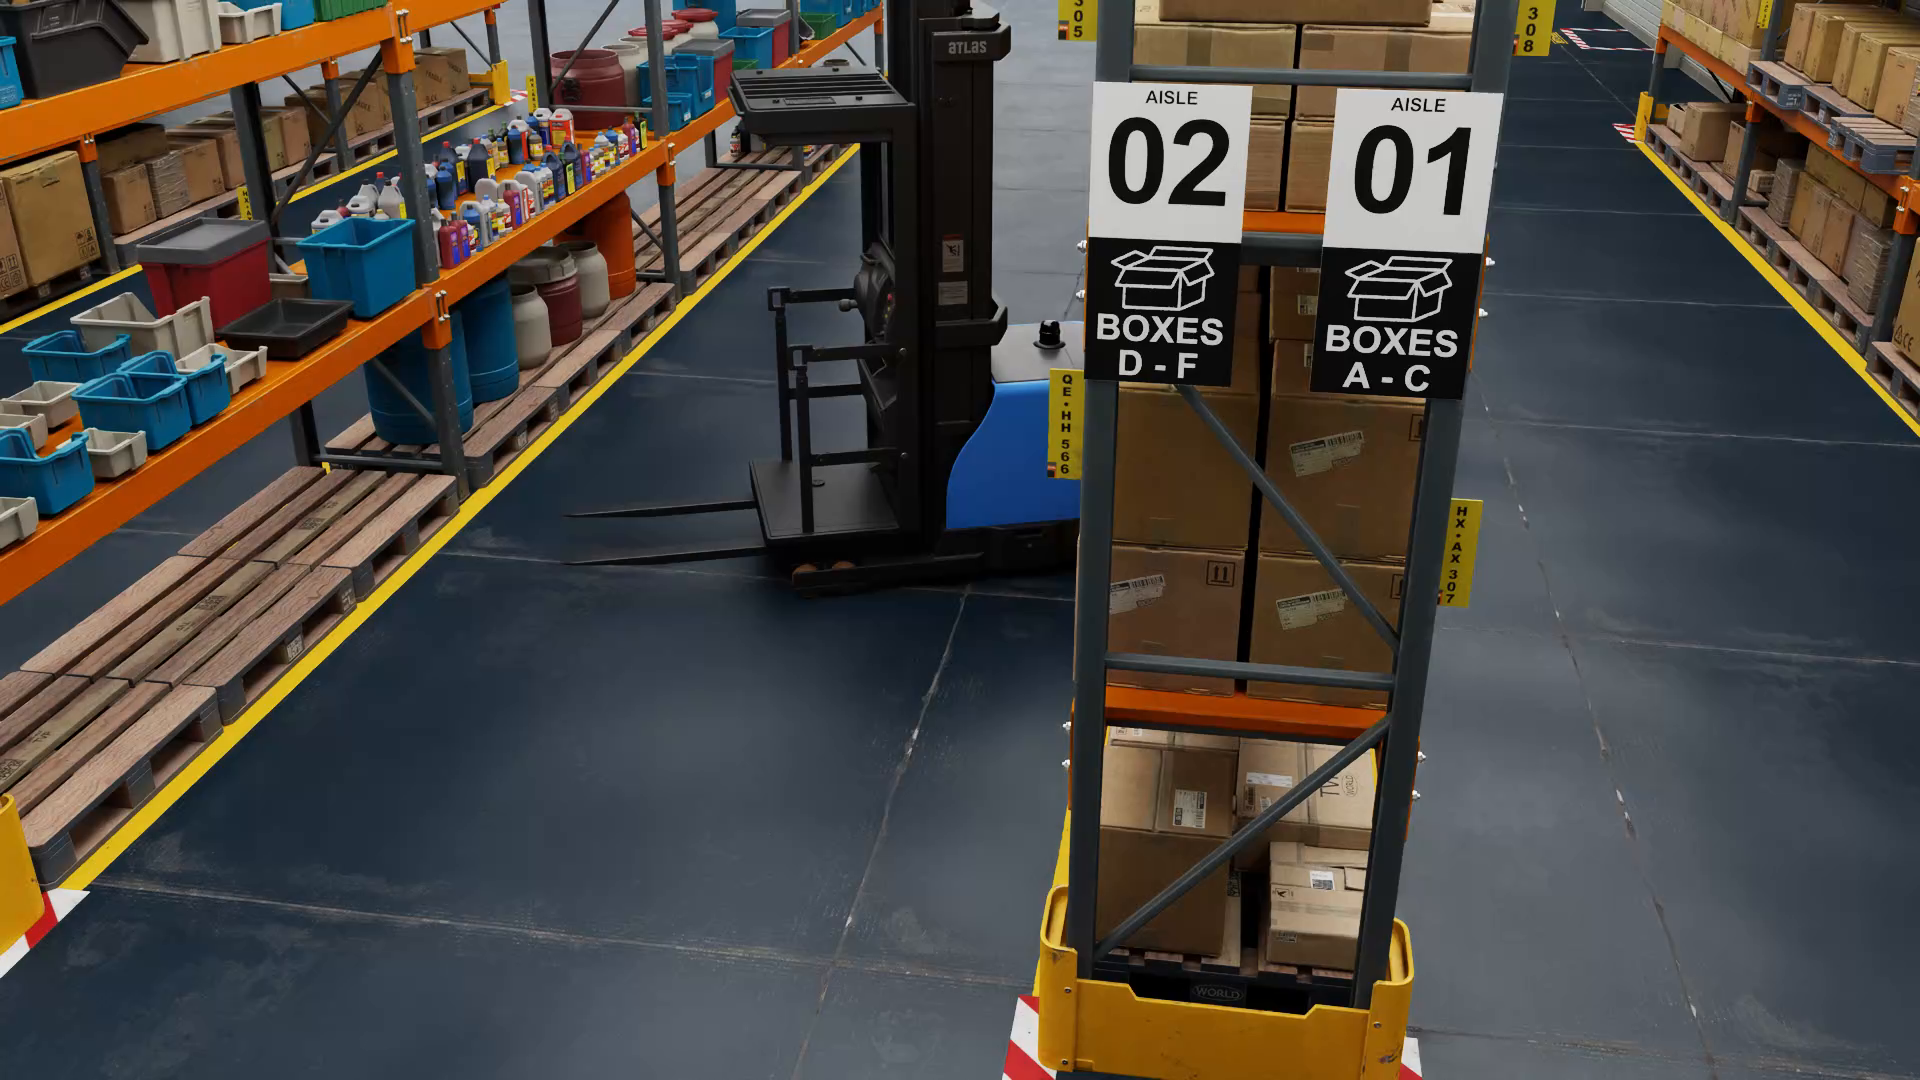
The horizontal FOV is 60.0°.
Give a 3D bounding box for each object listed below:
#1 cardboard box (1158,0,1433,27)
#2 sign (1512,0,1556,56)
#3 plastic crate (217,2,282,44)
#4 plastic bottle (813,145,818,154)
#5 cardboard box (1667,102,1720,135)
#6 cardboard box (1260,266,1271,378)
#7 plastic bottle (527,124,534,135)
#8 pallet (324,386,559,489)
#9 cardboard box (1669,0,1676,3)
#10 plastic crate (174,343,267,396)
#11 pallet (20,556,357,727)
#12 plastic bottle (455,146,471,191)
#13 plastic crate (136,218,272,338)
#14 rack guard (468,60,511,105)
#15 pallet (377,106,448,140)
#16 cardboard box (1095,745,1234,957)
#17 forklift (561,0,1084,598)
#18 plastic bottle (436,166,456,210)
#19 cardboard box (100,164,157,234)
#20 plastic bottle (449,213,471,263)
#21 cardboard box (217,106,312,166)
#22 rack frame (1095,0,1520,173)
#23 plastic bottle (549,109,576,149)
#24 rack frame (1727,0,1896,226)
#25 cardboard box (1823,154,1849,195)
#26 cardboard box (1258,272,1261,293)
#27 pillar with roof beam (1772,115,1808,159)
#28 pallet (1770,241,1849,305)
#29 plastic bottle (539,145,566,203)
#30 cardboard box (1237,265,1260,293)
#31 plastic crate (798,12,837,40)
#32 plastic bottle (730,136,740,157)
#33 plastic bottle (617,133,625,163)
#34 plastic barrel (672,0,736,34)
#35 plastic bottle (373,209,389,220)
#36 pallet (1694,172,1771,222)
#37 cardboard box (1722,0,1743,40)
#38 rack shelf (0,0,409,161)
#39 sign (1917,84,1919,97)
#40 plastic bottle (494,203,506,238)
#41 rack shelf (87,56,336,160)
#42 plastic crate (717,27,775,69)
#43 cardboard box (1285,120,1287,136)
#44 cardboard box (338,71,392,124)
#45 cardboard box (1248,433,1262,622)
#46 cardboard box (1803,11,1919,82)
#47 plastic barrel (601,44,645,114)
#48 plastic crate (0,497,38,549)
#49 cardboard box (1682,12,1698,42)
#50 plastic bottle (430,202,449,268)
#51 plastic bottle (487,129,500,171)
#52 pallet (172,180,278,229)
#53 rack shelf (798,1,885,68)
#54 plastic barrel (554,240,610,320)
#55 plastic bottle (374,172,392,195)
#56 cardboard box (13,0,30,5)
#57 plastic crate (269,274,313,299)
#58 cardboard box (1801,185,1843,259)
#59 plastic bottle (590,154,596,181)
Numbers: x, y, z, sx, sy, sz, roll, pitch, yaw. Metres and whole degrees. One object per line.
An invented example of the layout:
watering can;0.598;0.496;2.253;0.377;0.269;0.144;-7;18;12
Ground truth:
cardboard box;0.910;-1.681;4.467;0.700;0.500;0.500;4;25;9
sign;1.378;-1.325;3.974;0.100;0.325;0.005;4;25;9
plastic crate;-3.222;-2.307;7.413;0.293;0.136;0.466;4;25;9
plastic bottle;-1.572;-4.178;17.331;0.152;0.276;0.135;5;26;10
cardboard box;8.143;-4.657;18.313;0.500;0.311;0.500;1;25;3
cardboard box;1.422;-0.914;6.368;0.500;0.500;0.500;4;25;8
plastic bottle;-3.188;-2.963;12.276;0.097;0.201;0.097;0;25;0
pallet;-3.223;-0.683;10.460;1.003;0.211;1.213;4;25;9
cardboard box;7.970;-6.060;17.928;0.500;0.500;0.500;4;25;9
plastic crate;-3.378;-0.785;7.628;0.293;0.136;0.466;4;25;9
pallet;-3.669;0.459;8.021;1.003;0.211;1.213;4;25;9
plastic bottle;-3.353;-2.504;11.208;0.152;0.276;0.135;4;25;9
plastic crate;-3.783;-1.326;8.399;0.402;0.464;0.583;4;25;9
rack guard;-6.328;-5.824;21.103;1.175;0.500;0.348;4;25;9
pallet;-6.697;-4.847;19.357;1.003;0.211;1.213;4;25;9
cardboard box;0.688;1.080;5.834;0.500;0.500;0.500;4;25;9
forklift;-0.616;-1.274;8.514;3.031;2.935;1.130;-5;26;-11
plastic bottle;-3.316;-2.271;10.716;0.097;0.271;0.097;0;25;0
cardboard box;-7.533;-2.991;14.531;0.700;0.500;0.500;3;25;6
plastic bottle;-2.887;-1.753;9.594;0.061;0.283;0.133;4;25;9
cardboard box;-7.091;-4.127;16.958;0.700;0.500;0.500;2;25;4
rack frame;0.842;-2.325;3.603;1.000;3.000;0.127;4;25;9
plastic bottle;-2.976;-3.074;12.425;0.152;0.276;0.135;4;25;9
rack frame;7.691;-4.286;14.867;1.000;3.000;0.127;4;25;9
cardboard box;7.437;-2.981;13.625;0.500;0.250;0.500;3;25;7
cardboard box;1.668;-1.100;7.943;0.500;0.500;0.500;4;25;9
pillar with roof beam;4.837;-8.621;17.053;9.100;9.000;0.400;4;25;9
pallet;7.368;-2.185;13.669;1.003;0.211;1.213;4;25;9
plastic bottle;-2.687;-2.403;10.904;0.144;0.351;0.185;4;25;9
cardboard box;0.806;-0.740;5.996;0.500;0.500;0.500;5;25;10
plastic crate;-1.582;-5.424;17.550;0.450;0.188;0.662;4;25;9
plastic bottle;-2.331;-4.077;17.204;0.097;0.201;0.097;0;25;0
plastic bottle;-2.472;-2.826;11.984;0.097;0.201;0.097;0;25;0
plastic barrel;-2.445;-5.058;15.927;0.600;0.901;0.708;4;25;9
plastic bottle;-3.459;-1.875;9.952;0.097;0.201;0.097;0;25;0
pallet;7.766;-3.306;16.064;1.003;0.211;1.213;4;25;9
cardboard box;7.539;-4.995;15.651;0.500;0.500;0.500;4;25;8
rack shelf;-3.717;-1.822;6.915;1.077;0.370;4.000;4;25;9
sign;6.501;-3.135;11.136;0.100;0.325;0.005;4;25;9
plastic bottle;-2.817;-1.944;10.098;0.097;0.201;0.097;0;25;0
rack shelf;-7.296;-4.153;15.432;1.077;0.370;4.000;4;25;9
plastic crate;-1.956;-4.482;15.305;0.392;0.384;0.575;4;25;9
cardboard box;1.352;-1.514;5.584;0.500;0.250;0.500;4;25;9
cardboard box;-6.754;-5.043;18.938;0.500;0.500;0.500;2;25;4
cardboard box;1.254;-0.037;5.673;0.500;0.500;0.500;4;25;8
cardboard box;7.476;-4.086;13.805;0.700;0.500;0.500;7;26;14
plastic barrel;-2.779;-3.795;13.687;0.421;0.512;0.421;0;25;0
plastic crate;-3.544;-0.070;6.101;0.250;0.136;0.298;4;25;9
cardboard box;7.792;-5.287;17.159;0.500;0.250;0.500;4;25;8
plastic bottle;-3.006;-1.745;9.499;0.144;0.351;0.185;4;25;9
plastic bottle;-3.306;-2.745;11.713;0.061;0.283;0.133;4;25;9
pallet;-7.292;-3.215;15.869;1.003;0.211;1.213;4;25;9
rack shelf;-1.756;-5.483;18.273;1.077;0.370;4.000;4;25;9
plastic barrel;-2.804;-1.914;12.241;0.421;0.512;0.421;0;25;0
plastic bottle;-3.532;-2.088;10.231;0.144;0.351;0.185;4;25;9
cardboard box;-11.538;-6.602;19.639;0.875;0.550;0.500;4;25;9
plastic crate;-3.607;-1.349;8.834;0.396;0.136;0.243;4;25;9
cardboard box;7.429;-2.613;13.725;0.700;0.500;0.500;4;25;9
plastic bottle;-2.567;-2.582;11.462;0.097;0.201;0.097;0;25;0
